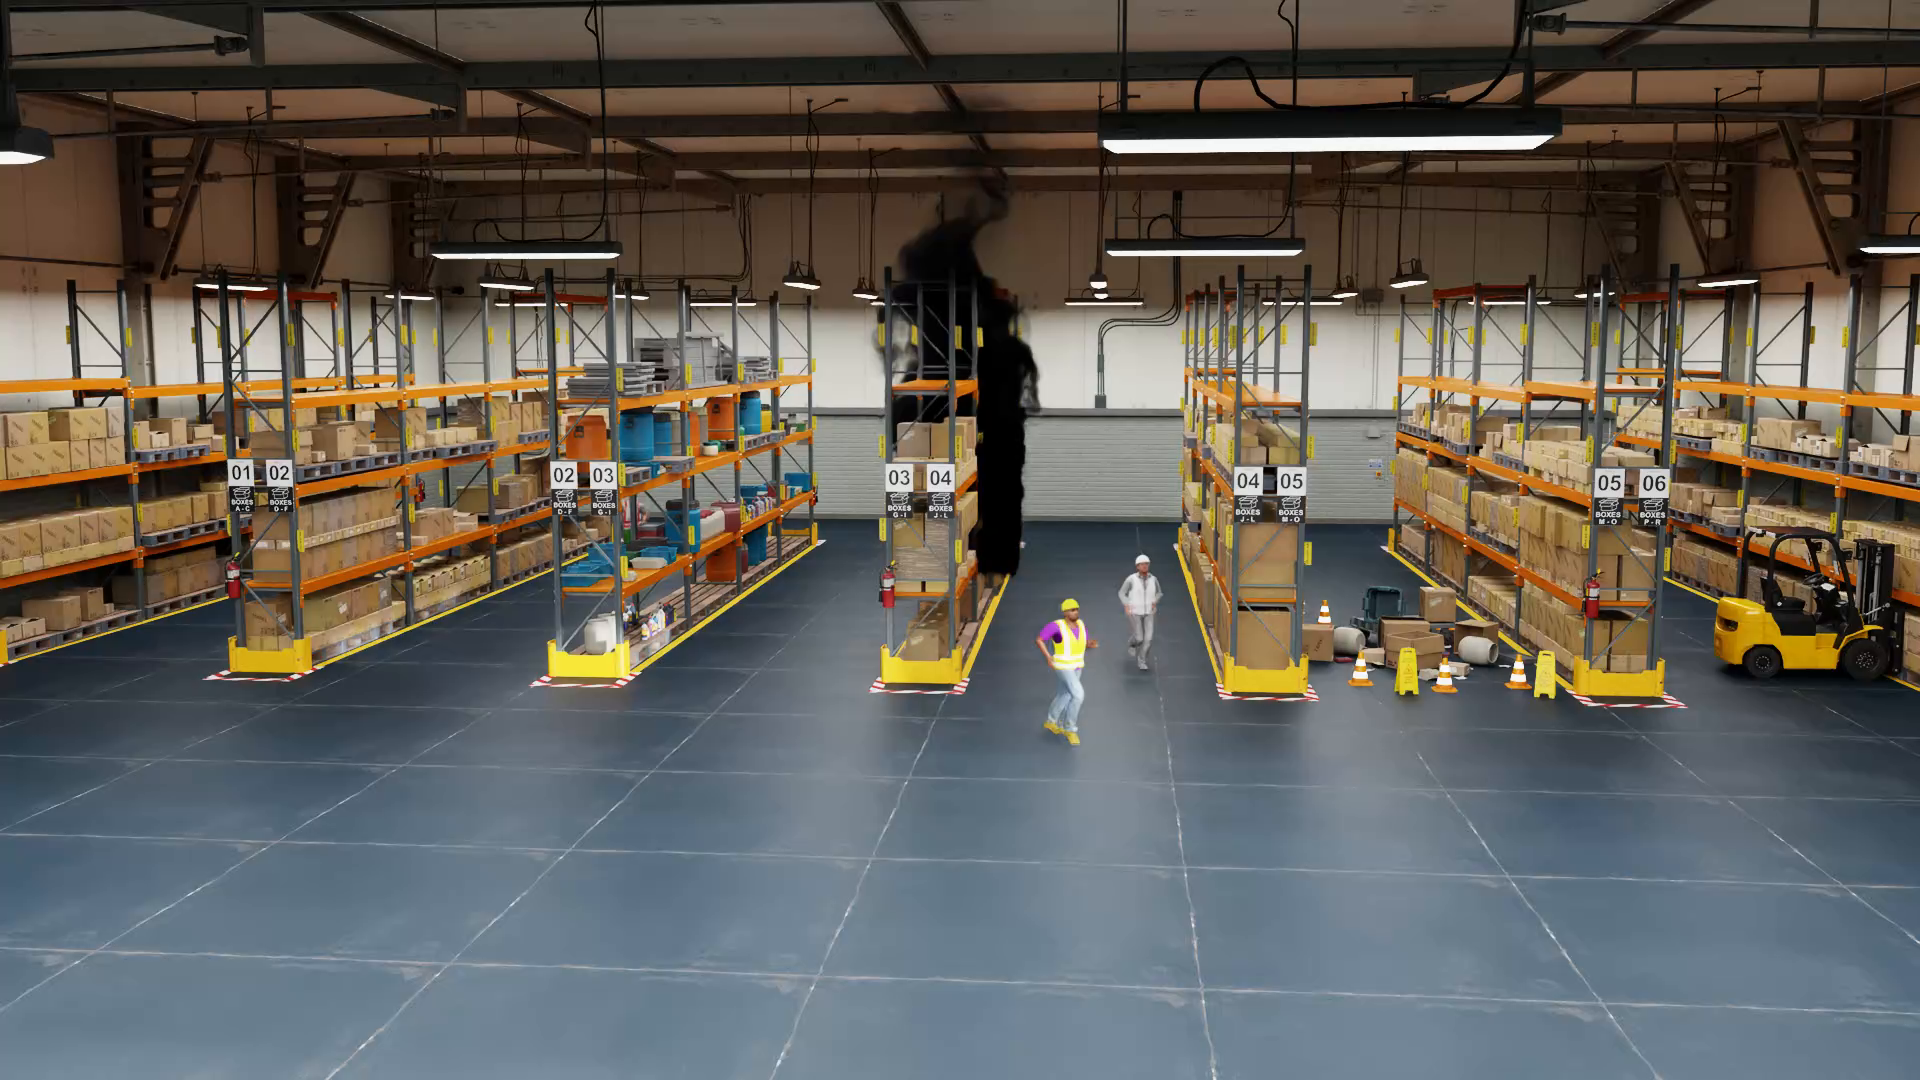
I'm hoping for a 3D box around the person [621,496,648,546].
[{"bbox_3d":[-7.122,-0.252,36.213,0.643,1.738,0.712,-1,7,-8],"label":"person"}]

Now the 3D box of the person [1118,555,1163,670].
[{"bbox_3d":[2.753,1.087,25.247,0.671,1.728,0.597,-1,7,-11],"label":"person"}]

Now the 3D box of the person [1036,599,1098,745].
[{"bbox_3d":[1.365,1.631,20.754,0.764,1.834,0.661,7,10,43],"label":"person"}]
